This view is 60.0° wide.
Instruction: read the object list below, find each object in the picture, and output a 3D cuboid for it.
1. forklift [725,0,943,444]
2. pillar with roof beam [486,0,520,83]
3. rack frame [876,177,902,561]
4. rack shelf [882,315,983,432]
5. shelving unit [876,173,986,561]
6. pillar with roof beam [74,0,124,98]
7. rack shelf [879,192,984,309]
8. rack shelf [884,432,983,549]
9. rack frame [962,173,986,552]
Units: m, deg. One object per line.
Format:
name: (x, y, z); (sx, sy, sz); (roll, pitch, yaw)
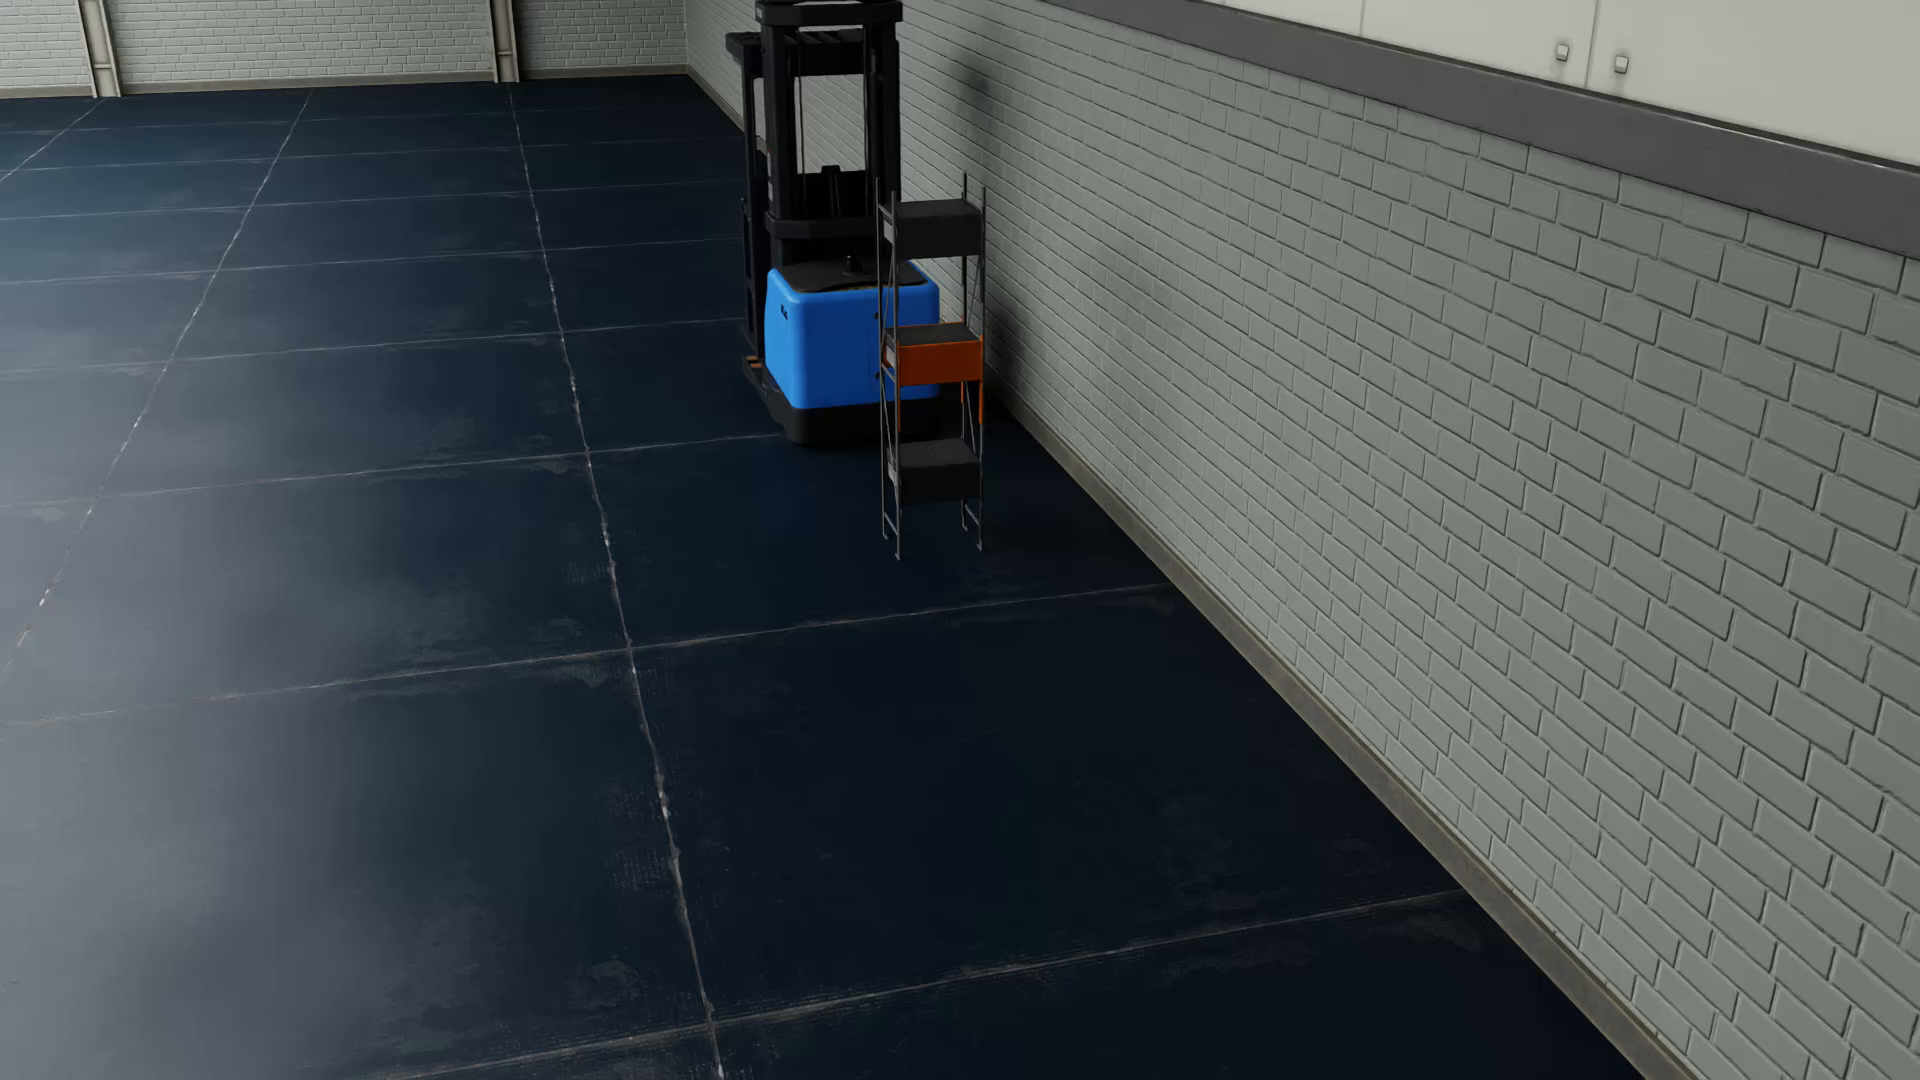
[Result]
forklift: (-1.024, -2.540, 11.953); (1.130, 2.935, 3.031); (-7, 24, -15)
pillar with roof beam: (-6.280, -10.042, 21.741); (0.400, 9.000, 9.100); (-6, 24, -14)
rack frame: (-0.394, -0.921, 9.234); (0.015, 2.100, 0.400); (-6, 24, -14)
rack shelf: (-0.159, -0.935, 9.300); (0.480, 0.518, 0.431); (-6, 24, -14)
shelving unit: (-0.159, -0.947, 9.295); (0.503, 2.100, 0.431); (-6, 24, -14)
pillar with roof beam: (-12.057, -9.403, 20.252); (0.400, 9.000, 9.100); (-6, 24, -14)
rack shelf: (-0.159, -1.578, 9.024); (0.480, 0.518, 0.431); (-6, 24, -14)
rack shelf: (-0.159, -0.291, 9.576); (0.480, 0.518, 0.431); (-6, 24, -14)
rack frame: (0.076, -0.973, 9.355); (0.015, 2.100, 0.400); (-6, 24, -14)
